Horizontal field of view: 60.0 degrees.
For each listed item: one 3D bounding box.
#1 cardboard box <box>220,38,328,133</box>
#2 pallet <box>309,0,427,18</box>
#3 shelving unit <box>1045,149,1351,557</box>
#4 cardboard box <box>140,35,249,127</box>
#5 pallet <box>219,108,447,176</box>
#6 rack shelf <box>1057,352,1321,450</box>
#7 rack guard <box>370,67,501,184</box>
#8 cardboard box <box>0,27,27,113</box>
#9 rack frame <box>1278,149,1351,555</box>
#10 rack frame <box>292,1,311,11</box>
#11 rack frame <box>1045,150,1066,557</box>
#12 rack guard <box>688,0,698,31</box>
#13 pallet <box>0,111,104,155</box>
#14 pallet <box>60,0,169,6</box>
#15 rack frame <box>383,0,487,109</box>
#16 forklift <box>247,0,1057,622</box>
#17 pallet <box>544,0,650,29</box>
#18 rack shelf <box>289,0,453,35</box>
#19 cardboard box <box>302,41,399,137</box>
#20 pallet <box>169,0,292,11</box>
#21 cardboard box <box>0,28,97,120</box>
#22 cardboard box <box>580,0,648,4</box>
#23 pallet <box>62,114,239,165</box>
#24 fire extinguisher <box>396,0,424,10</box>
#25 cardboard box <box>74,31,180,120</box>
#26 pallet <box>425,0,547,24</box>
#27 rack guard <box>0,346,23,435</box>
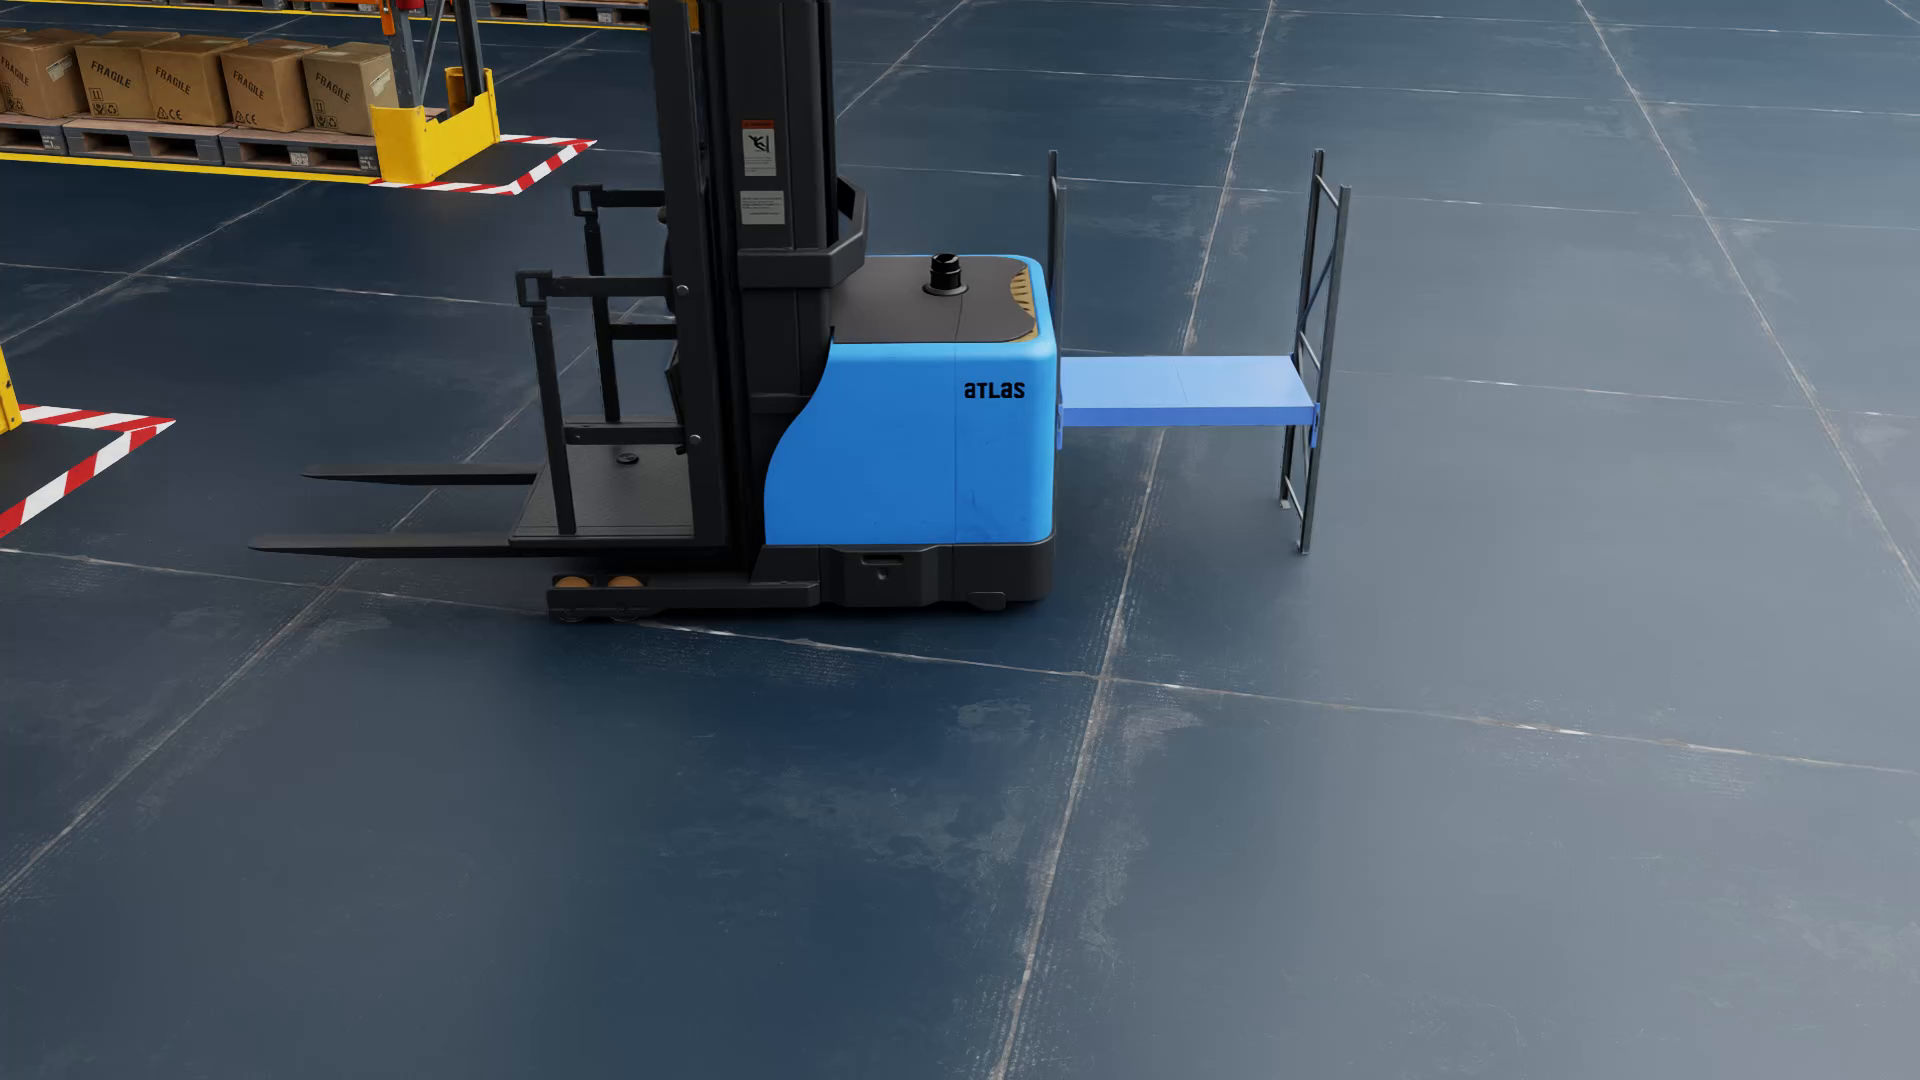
[{"bbox_3d":[-4.727,-3.165,11.574,0.500,0.500,0.500,14,32,24],"label":"cardboard box"},{"bbox_3d":[-5.578,-5.347,16.298,1.213,0.211,1.003,6,29,11],"label":"pallet"},{"bbox_3d":[0.867,-0.714,6.492,1.048,1.500,0.538,0,29,-1],"label":"shelving unit"},{"bbox_3d":[-5.335,-3.237,11.705,0.500,0.500,0.500,9,30,15],"label":"cardboard box"},{"bbox_3d":[-4.389,-2.846,11.728,1.213,0.211,1.003,6,29,11],"label":"pallet"},{"bbox_3d":[0.867,-0.556,6.578,1.000,0.185,0.538,0,29,-1],"label":"rack shelf"},{"bbox_3d":[-3.602,-2.874,11.480,0.348,0.500,1.175,6,29,11],"label":"rack guard"},{"bbox_3d":[-7.057,-3.393,11.990,0.500,0.500,0.500,5,29,9],"label":"cardboard box"},{"bbox_3d":[1.375,-0.718,6.499,0.032,1.500,0.500,0,29,-1],"label":"rack frame"},{"bbox_3d":[-6.305,-6.684,15.834,0.127,3.000,1.000,6,29,11],"label":"rack frame"},{"bbox_3d":[0.359,-0.710,6.485,0.032,1.500,0.500,0,29,-1],"label":"rack frame"},{"bbox_3d":[-2.370,-5.184,15.698,0.348,0.500,1.175,6,29,11],"label":"rack guard"},{"bbox_3d":[-6.775,-3.090,12.175,1.213,0.211,1.003,6,29,11],"label":"pallet"},{"bbox_3d":[-8.272,-5.624,16.802,1.213,0.211,1.003,6,29,11],"label":"pallet"},{"bbox_3d":[-3.528,-3.963,10.866,0.127,3.000,1.000,6,29,11],"label":"rack frame"},{"bbox_3d":[-1.169,-1.236,5.956,3.031,2.935,1.130,0,29,-1],"label":"forklift"},{"bbox_3d":[-3.191,-5.103,15.851,1.213,0.211,1.003,6,29,11],"label":"pallet"},{"bbox_3d":[-5.484,-3.848,11.405,4.000,0.370,1.077,6,29,11],"label":"rack shelf"},{"bbox_3d":[-4.135,-3.121,11.494,0.500,0.500,0.500,11,31,20],"label":"cardboard box"},{"bbox_3d":[-7.075,-5.502,16.581,1.213,0.211,1.003,6,29,11],"label":"pallet"},{"bbox_3d":[-6.495,-3.339,11.892,0.500,0.500,0.500,16,32,26],"label":"cardboard box"},{"bbox_3d":[-3.070,-5.572,15.579,0.875,0.875,0.875,6,29,11],"label":"cardboard box"},{"bbox_3d":[-5.579,-2.969,11.954,1.213,0.211,1.003,6,29,11],"label":"pallet"},{"bbox_3d":[-3.512,-3.701,10.468,0.183,0.674,0.296,6,29,11],"label":"fire extinguisher"},{"bbox_3d":[-5.871,-3.314,11.845,0.500,0.500,0.500,3,29,6],"label":"cardboard box"},{"bbox_3d":[-4.381,-5.226,16.076,1.213,0.211,1.003,6,29,11],"label":"pallet"},{"bbox_3d":[-4.646,-0.526,7.191,0.348,0.500,1.175,6,29,11],"label":"rack guard"}]
